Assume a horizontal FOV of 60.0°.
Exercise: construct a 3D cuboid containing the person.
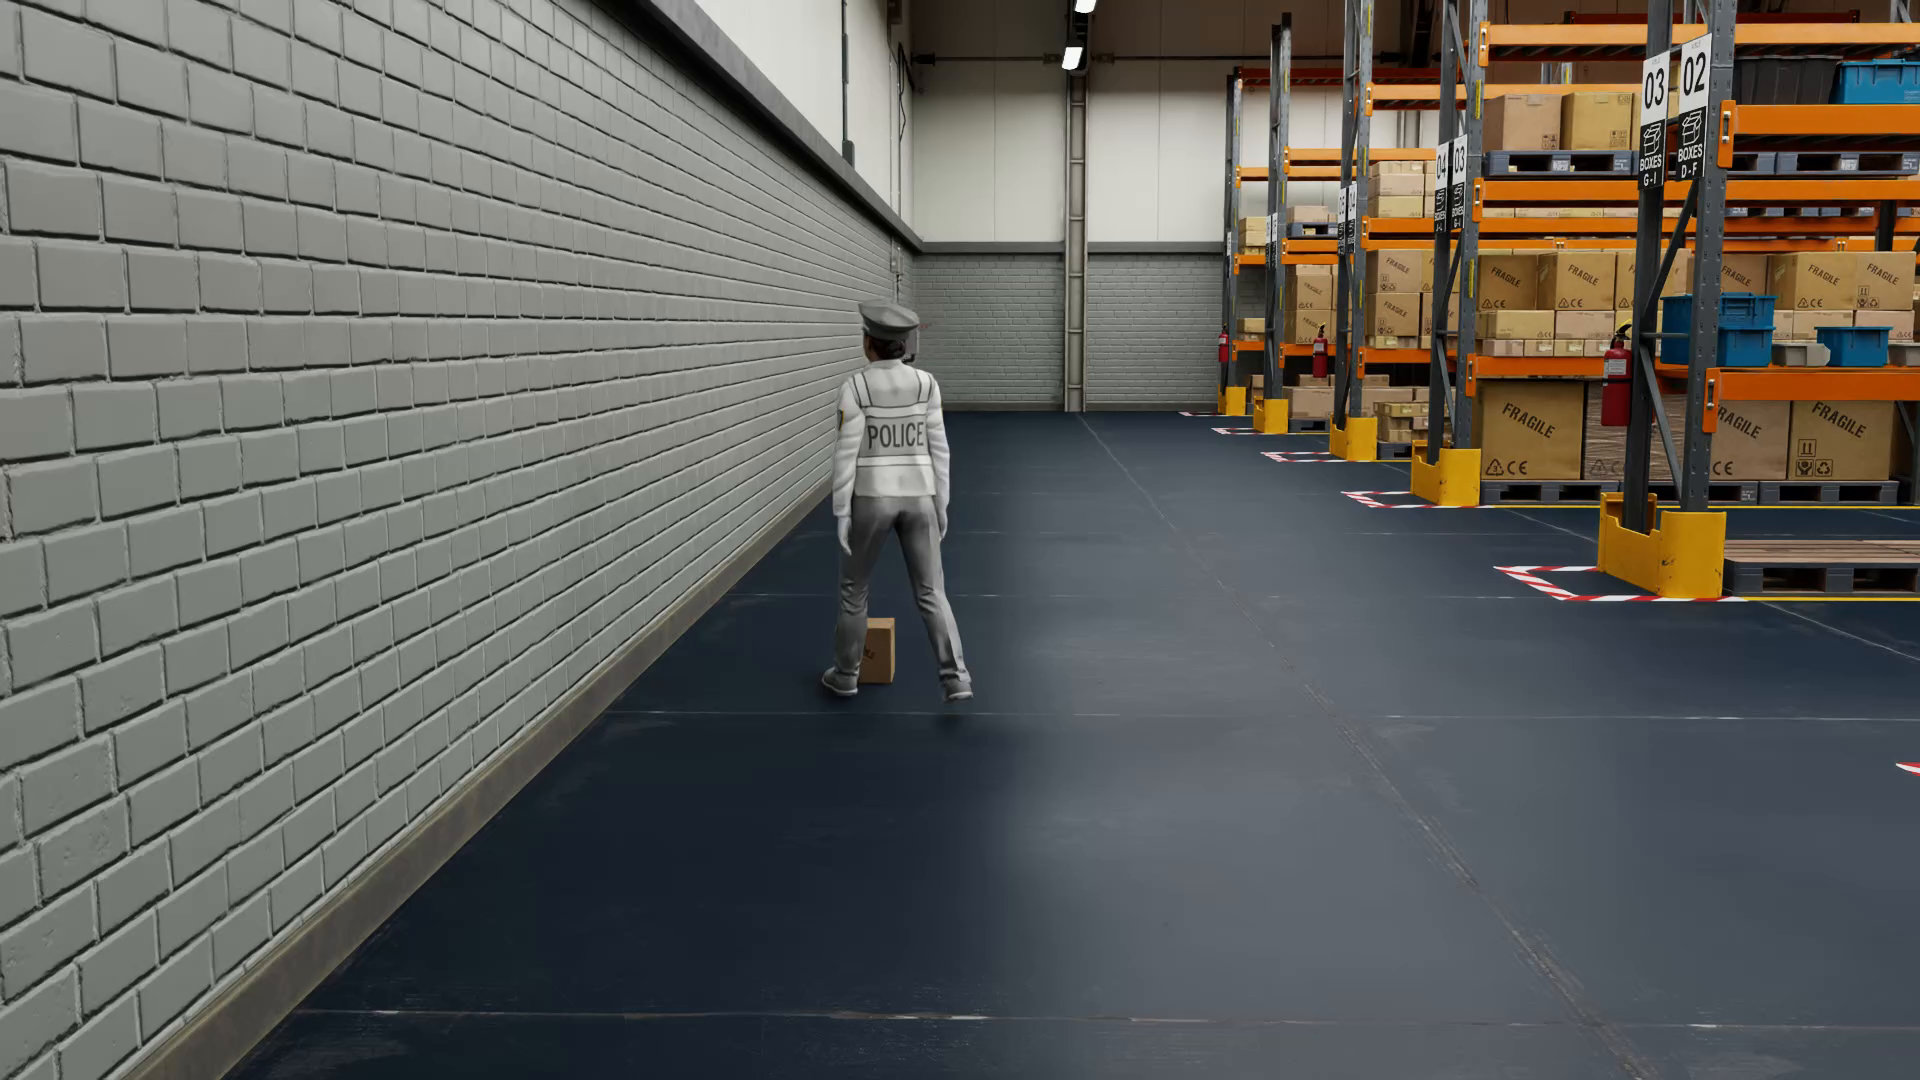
[{"bbox_3d":[-0.280,-0.151,6.775,0.523,1.652,0.872,-3,8,-19],"label":"person"}]
